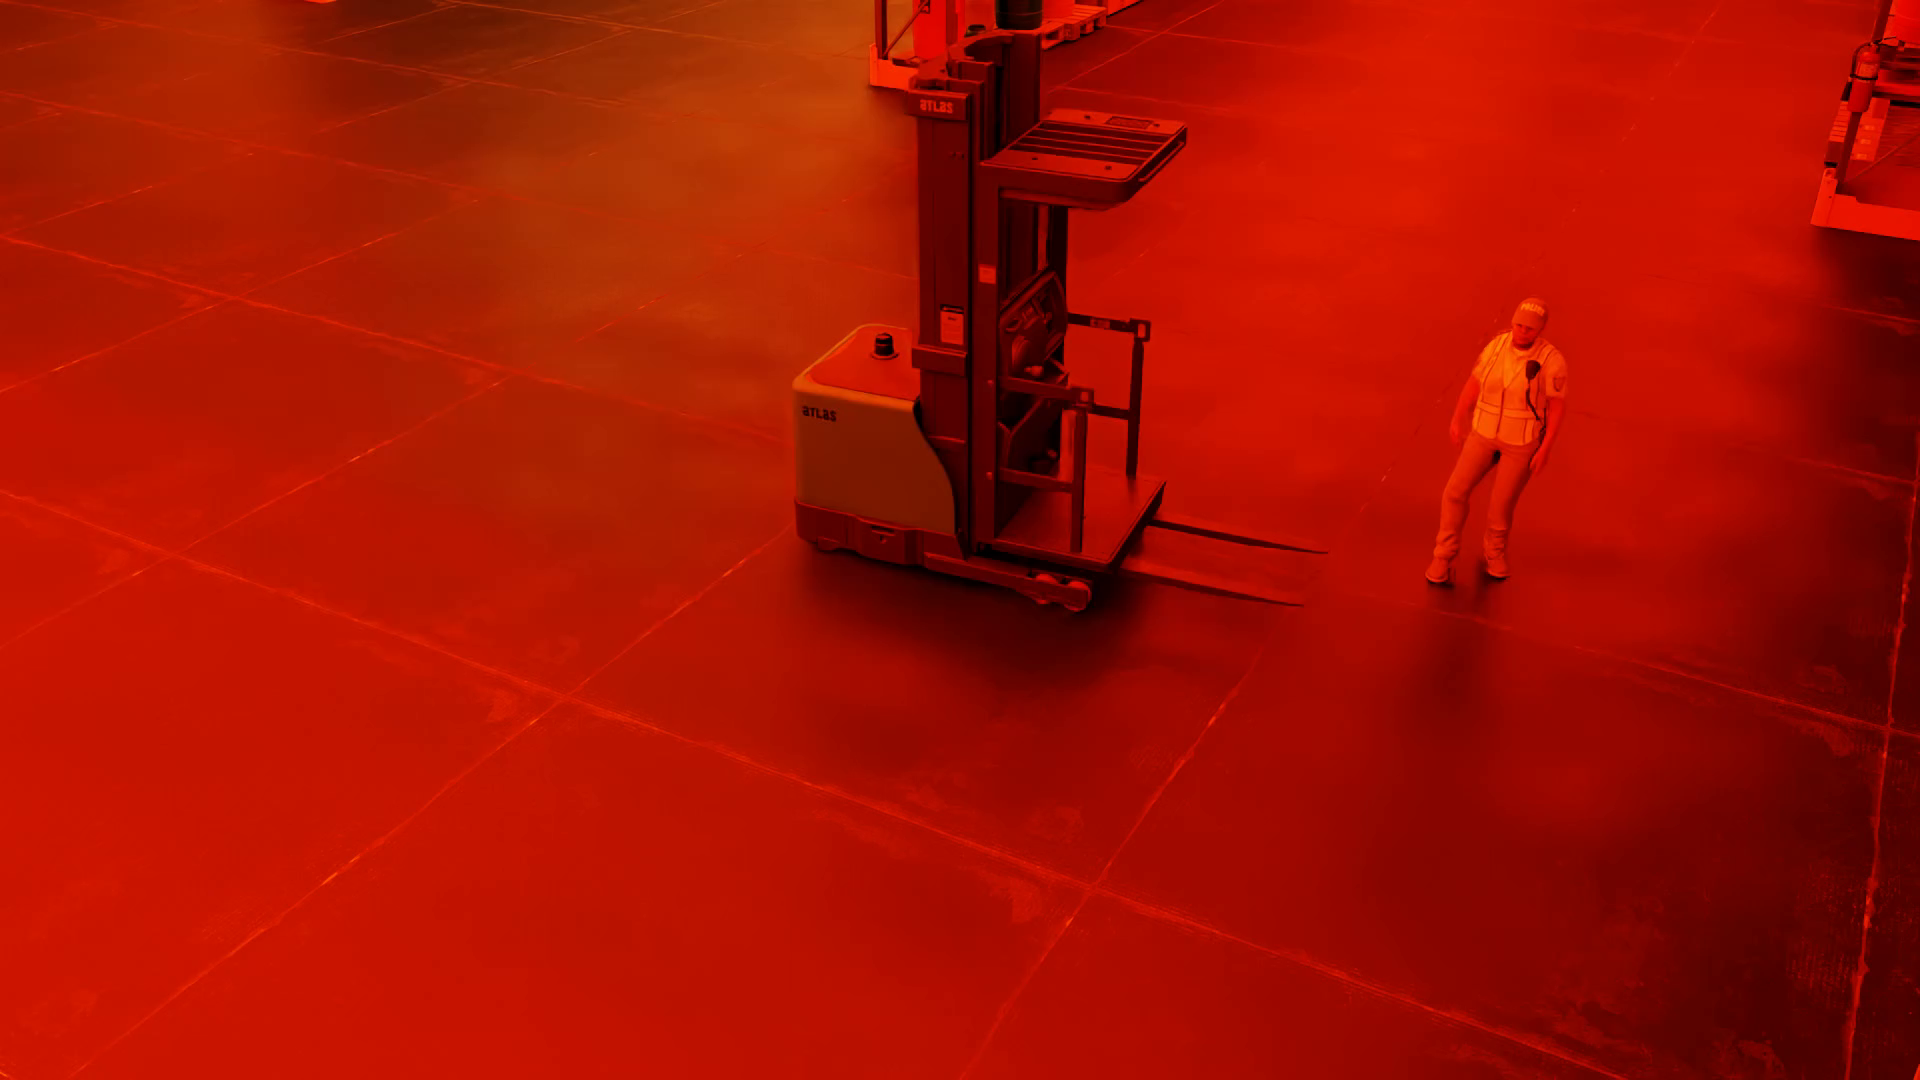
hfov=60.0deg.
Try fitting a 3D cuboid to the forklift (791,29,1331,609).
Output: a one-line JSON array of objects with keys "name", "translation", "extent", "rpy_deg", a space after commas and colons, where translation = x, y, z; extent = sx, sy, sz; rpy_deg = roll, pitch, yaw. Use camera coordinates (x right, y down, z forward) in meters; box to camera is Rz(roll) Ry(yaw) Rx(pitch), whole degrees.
[{"name": "forklift", "translation": [0.597, -1.186, 9.125], "extent": [3.031, 2.935, 1.130], "rpy_deg": [11, 32, 18]}]

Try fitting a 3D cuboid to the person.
[{"name": "person", "translation": [2.963, -0.527, 9.305], "extent": [0.638, 1.638, 0.601], "rpy_deg": [25, 38, 36]}]
